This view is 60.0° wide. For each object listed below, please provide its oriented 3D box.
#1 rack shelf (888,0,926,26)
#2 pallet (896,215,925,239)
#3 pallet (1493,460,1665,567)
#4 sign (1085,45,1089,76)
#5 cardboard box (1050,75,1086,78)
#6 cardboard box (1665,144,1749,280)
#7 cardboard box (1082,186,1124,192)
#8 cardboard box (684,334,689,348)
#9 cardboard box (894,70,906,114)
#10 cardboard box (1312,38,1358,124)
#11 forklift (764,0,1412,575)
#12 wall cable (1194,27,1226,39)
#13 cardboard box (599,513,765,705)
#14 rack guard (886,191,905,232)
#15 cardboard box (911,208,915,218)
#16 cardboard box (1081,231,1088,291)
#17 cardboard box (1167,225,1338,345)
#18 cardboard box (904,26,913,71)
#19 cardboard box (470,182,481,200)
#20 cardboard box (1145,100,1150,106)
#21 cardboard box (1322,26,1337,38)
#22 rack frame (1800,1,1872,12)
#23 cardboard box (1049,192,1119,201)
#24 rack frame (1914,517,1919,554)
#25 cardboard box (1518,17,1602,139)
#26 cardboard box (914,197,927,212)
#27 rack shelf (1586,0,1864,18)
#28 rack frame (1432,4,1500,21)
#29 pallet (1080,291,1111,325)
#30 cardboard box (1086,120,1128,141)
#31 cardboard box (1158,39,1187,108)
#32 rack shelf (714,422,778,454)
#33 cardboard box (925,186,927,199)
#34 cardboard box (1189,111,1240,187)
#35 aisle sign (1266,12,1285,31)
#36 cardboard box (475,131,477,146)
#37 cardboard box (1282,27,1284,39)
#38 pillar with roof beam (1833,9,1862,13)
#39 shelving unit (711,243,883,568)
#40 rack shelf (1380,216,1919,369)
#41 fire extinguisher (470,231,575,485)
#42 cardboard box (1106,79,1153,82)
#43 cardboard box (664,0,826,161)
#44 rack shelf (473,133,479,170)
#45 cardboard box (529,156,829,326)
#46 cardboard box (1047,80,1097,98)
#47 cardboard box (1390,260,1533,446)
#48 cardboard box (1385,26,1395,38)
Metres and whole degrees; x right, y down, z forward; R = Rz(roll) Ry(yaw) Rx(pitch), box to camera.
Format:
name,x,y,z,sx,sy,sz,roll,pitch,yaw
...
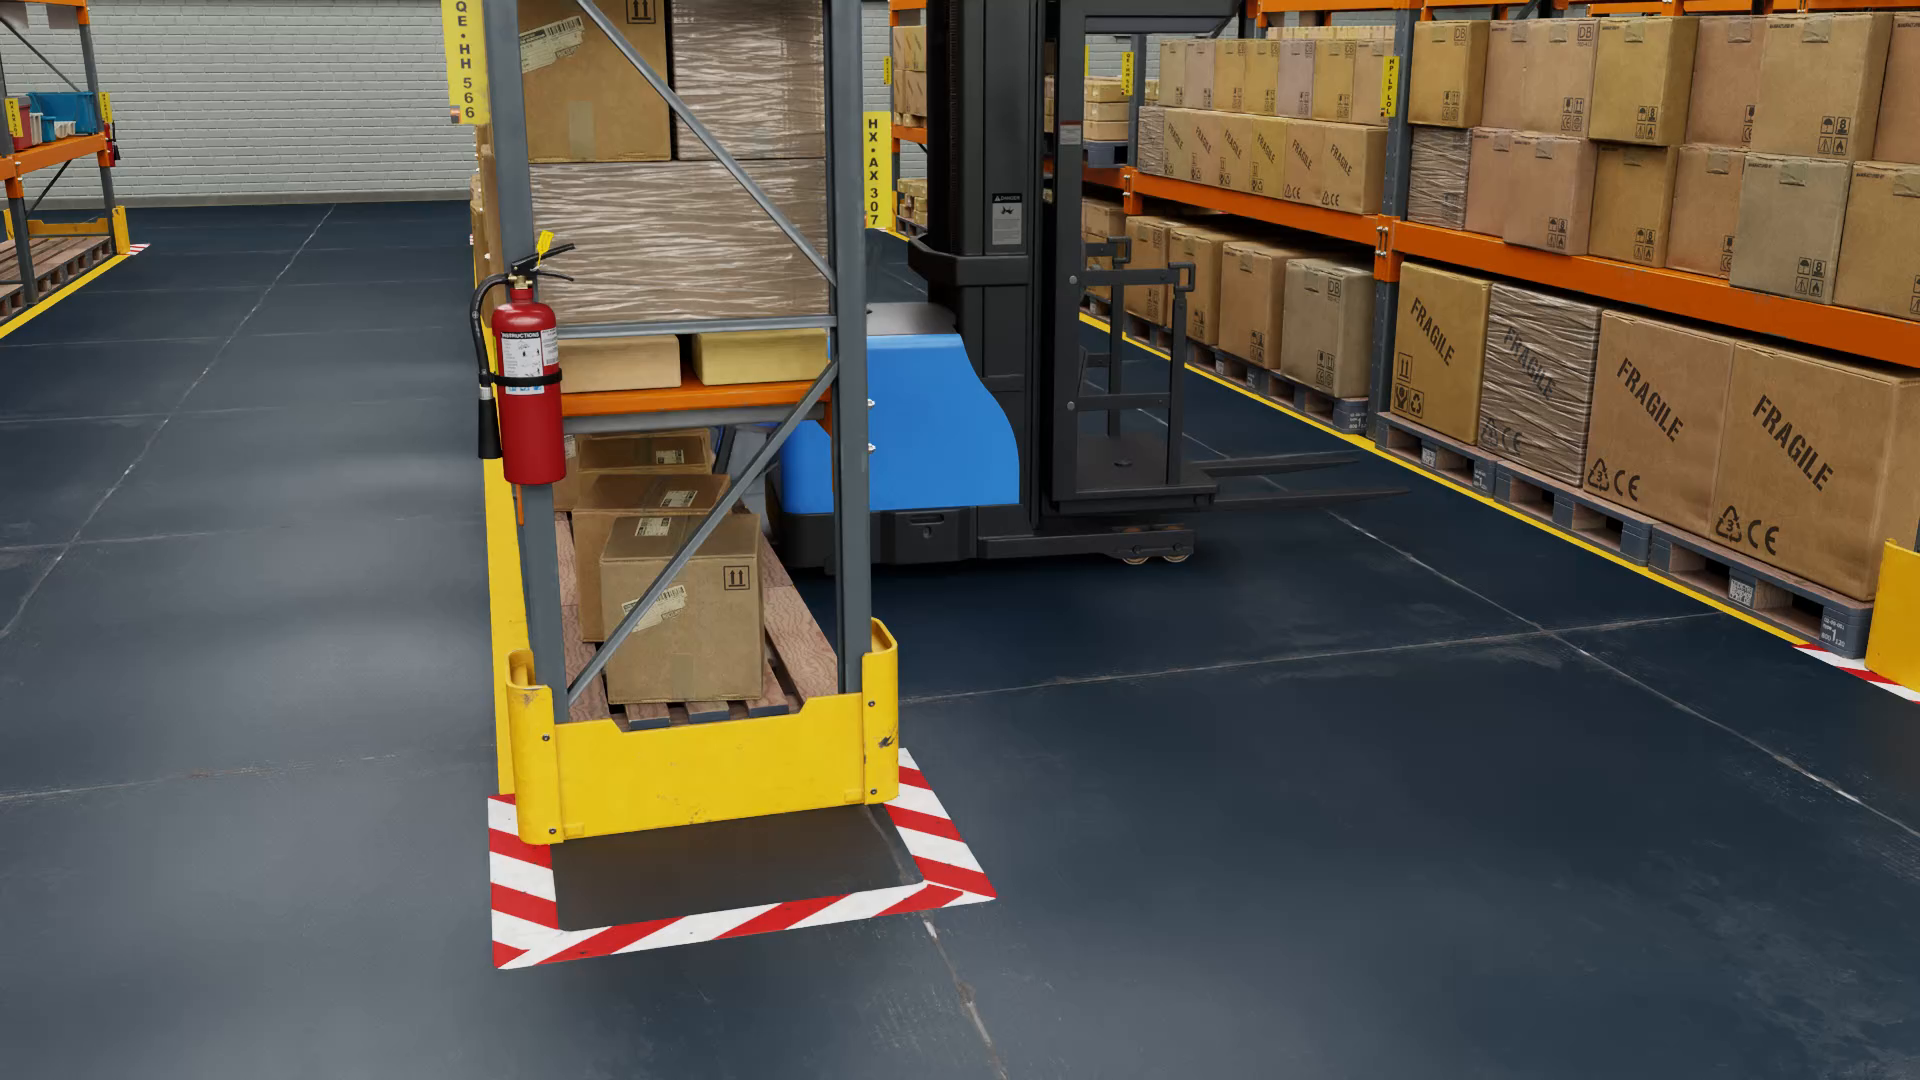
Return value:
name,x,y,z,sx,sy,sz,roll,pitch,yaw
rack shelf,0.183,-5.928,18.510,1.077,0.370,4.000,-5,17,-15
pallet,-0.157,-3.805,20.254,1.003,0.211,1.213,-5,17,-15
pallet,3.403,-0.180,8.185,1.003,0.211,1.213,-5,17,-15
sign,1.265,-4.882,16.979,0.100,0.325,0.005,-5,17,-15
cardboard box,1.105,-4.479,16.321,0.380,0.149,0.250,-5,17,-17
cardboard box,3.679,-1.450,7.304,0.875,0.550,0.550,-5,17,-15
cardboard box,1.467,-3.172,15.609,0.500,0.250,0.500,-6,18,-18
cardboard box,-0.720,-0.718,5.565,0.380,0.149,0.250,-5,17,-15
cardboard box,-0.509,-5.434,20.137,0.500,0.500,0.500,-4,17,-13
cardboard box,2.645,-2.876,10.400,0.700,0.500,0.500,-5,17,-16
forklift,0.614,-1.437,7.641,3.031,2.935,1.130,-3,17,-10
wall cable,4.153,-7.969,27.500,0.588,1.984,0.122,-5,17,-15
cardboard box,-0.922,0.222,5.613,0.500,0.500,0.500,-1,17,-5
rack guard,-0.346,-4.171,20.970,1.175,0.500,0.348,-5,17,-15
cardboard box,-0.380,-3.989,20.243,0.380,0.149,0.250,-5,17,-15
cardboard box,1.260,-2.486,14.629,0.500,0.500,0.500,-4,17,-13
cardboard box,2.156,-1.883,12.188,1.050,0.750,0.750,-4,17,-14
cardboard box,-0.354,-5.774,19.533,0.500,0.500,0.500,-4,17,-14
cardboard box,-3.623,-2.680,14.623,1.225,0.875,0.875,-5,18,-17
cardboard box,1.739,-3.698,14.238,0.380,0.149,0.250,-5,18,-17
cardboard box,4.582,-6.094,19.985,0.380,0.149,0.250,-5,17,-17
rack frame,10.235,-5.096,19.702,1.000,3.000,0.127,-5,17,-15
cardboard box,1.118,-2.989,15.000,0.500,0.250,0.500,-4,17,-14
rack frame,4.030,-0.964,5.946,1.000,3.000,0.127,-5,17,-15
cardboard box,3.278,-2.251,8.095,0.875,0.550,0.550,-5,17,-15
cardboard box,-0.330,-3.982,19.703,0.380,0.149,0.250,-4,17,-14
rack shelf,9.686,-6.741,21.216,1.077,0.370,4.000,-5,17,-15
rack frame,5.464,-4.702,18.392,1.000,3.000,0.127,-5,17,-15
pallet,1.618,-2.057,14.434,1.003,0.211,1.213,-5,17,-15
cardboard box,1.254,-3.358,13.622,0.380,0.149,0.250,-4,17,-14
cardboard box,1.945,-3.578,12.739,0.700,0.500,0.500,-5,17,-16
rack shelf,-1.031,-0.619,7.652,0.538,0.185,1.000,6,19,-31
cardboard box,-0.197,-4.052,19.420,0.380,0.149,0.250,-4,17,-13
cardboard box,1.976,-2.799,11.882,0.500,0.500,0.500,-5,17,-15
aisle sign,4.066,-7.051,21.692,0.394,0.787,0.004,-5,17,-15
cardboard box,-4.534,-3.928,16.252,0.380,0.149,0.250,-4,17,-14
cardboard box,4.336,-6.459,21.202,0.380,0.149,0.250,-4,17,-14
pillar with roof beam,6.771,-7.892,18.585,9.100,9.000,0.400,-5,17,-15
shelving unit,-0.981,-0.785,7.602,0.538,1.500,1.048,6,19,-31
rack shelf,3.480,-1.172,7.892,1.077,0.370,4.000,-5,17,-15
fire extinguisher,-1.178,-0.494,4.518,0.296,0.674,0.183,-5,17,-15
cardboard box,1.528,-4.049,14.890,0.380,0.149,0.250,-4,17,-14
cardboard box,-0.656,-1.442,5.111,0.500,0.500,0.500,-5,17,-15
rack shelf,-4.614,-4.128,17.729,1.077,0.370,4.000,-5,17,-15
cardboard box,-0.891,-0.944,5.190,0.875,0.500,0.500,-5,17,-15
cardboard box,0.980,-3.924,14.475,0.380,0.149,0.250,-5,17,-15
cardboard box,3.036,-1.074,9.277,0.875,0.875,0.875,-4,17,-14
cardboard box,5.046,-5.751,18.844,0.380,0.149,0.250,-5,17,-15
